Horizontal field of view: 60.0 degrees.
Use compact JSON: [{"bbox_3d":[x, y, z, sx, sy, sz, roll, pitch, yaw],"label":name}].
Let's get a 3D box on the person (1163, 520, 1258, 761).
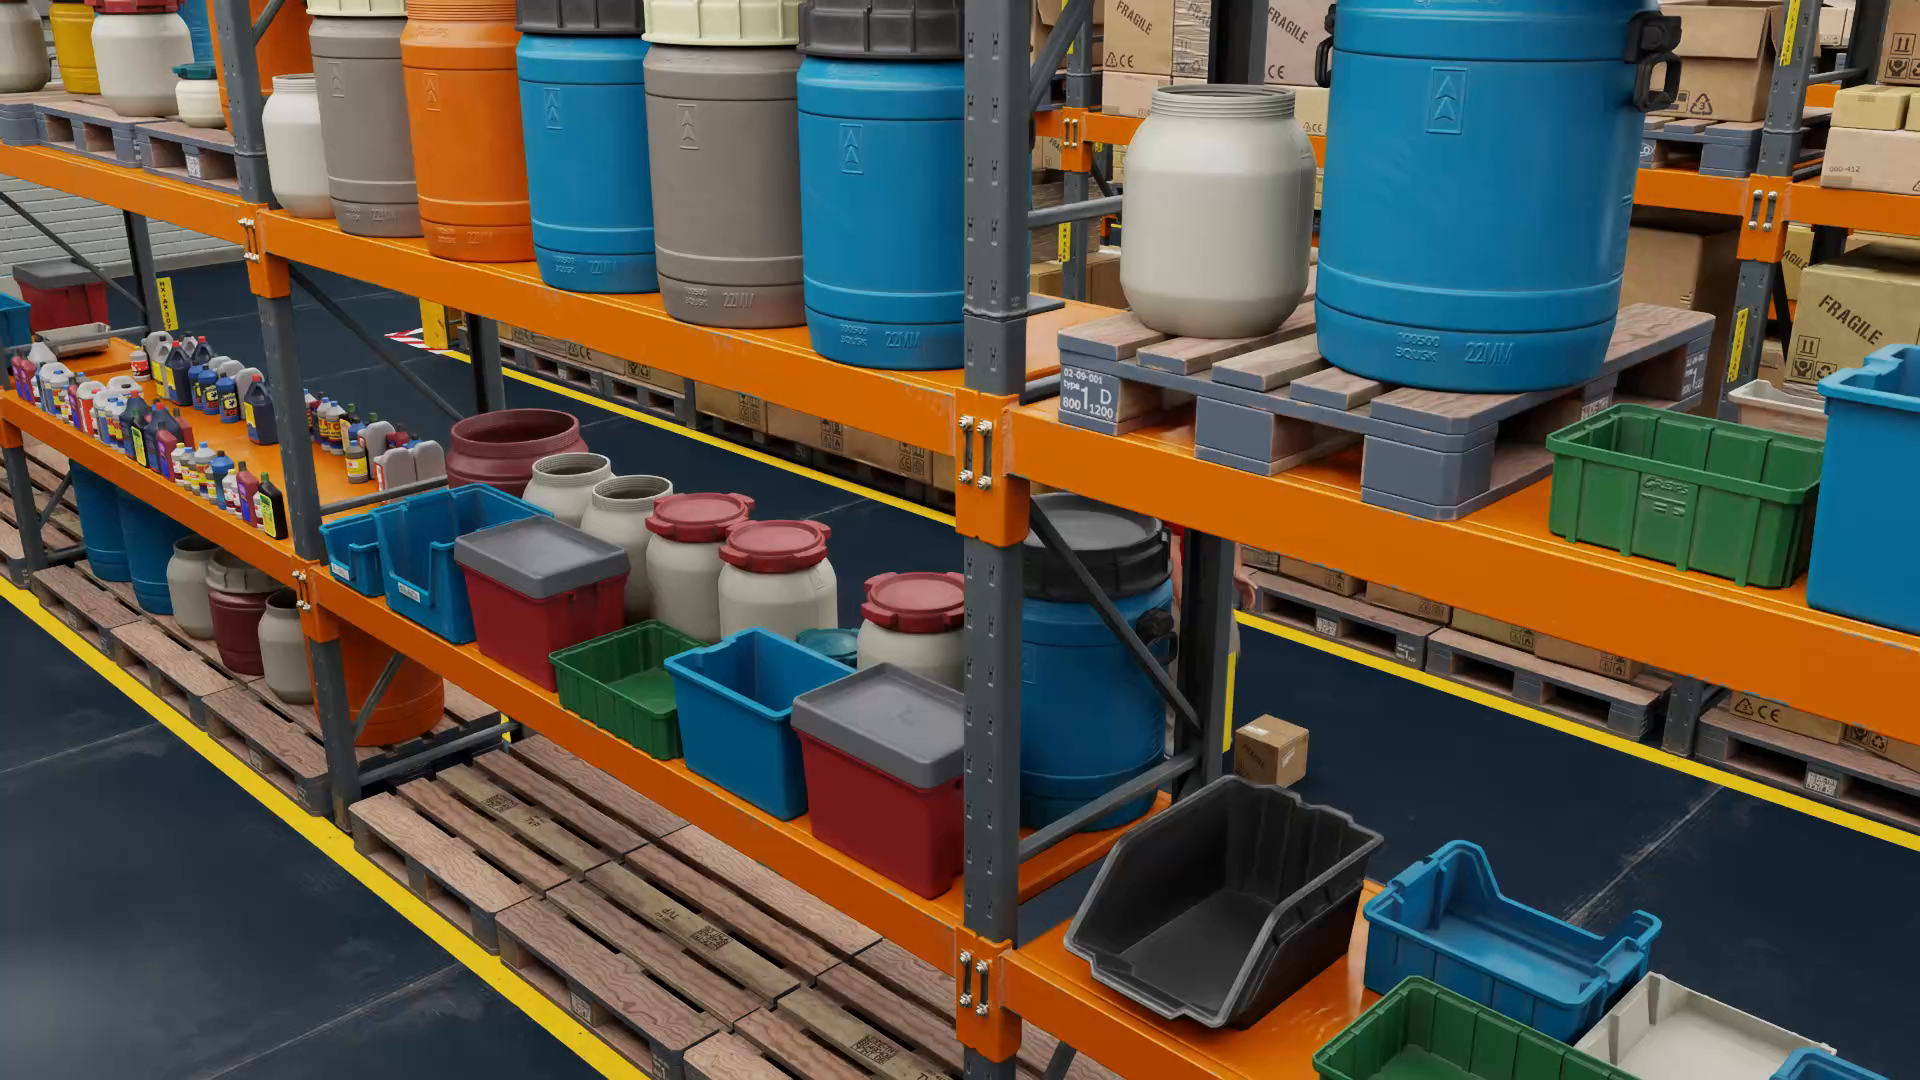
[{"bbox_3d":[1.151,0.235,8.064,0.557,1.677,0.431,-19,27,-41],"label":"person"}]
